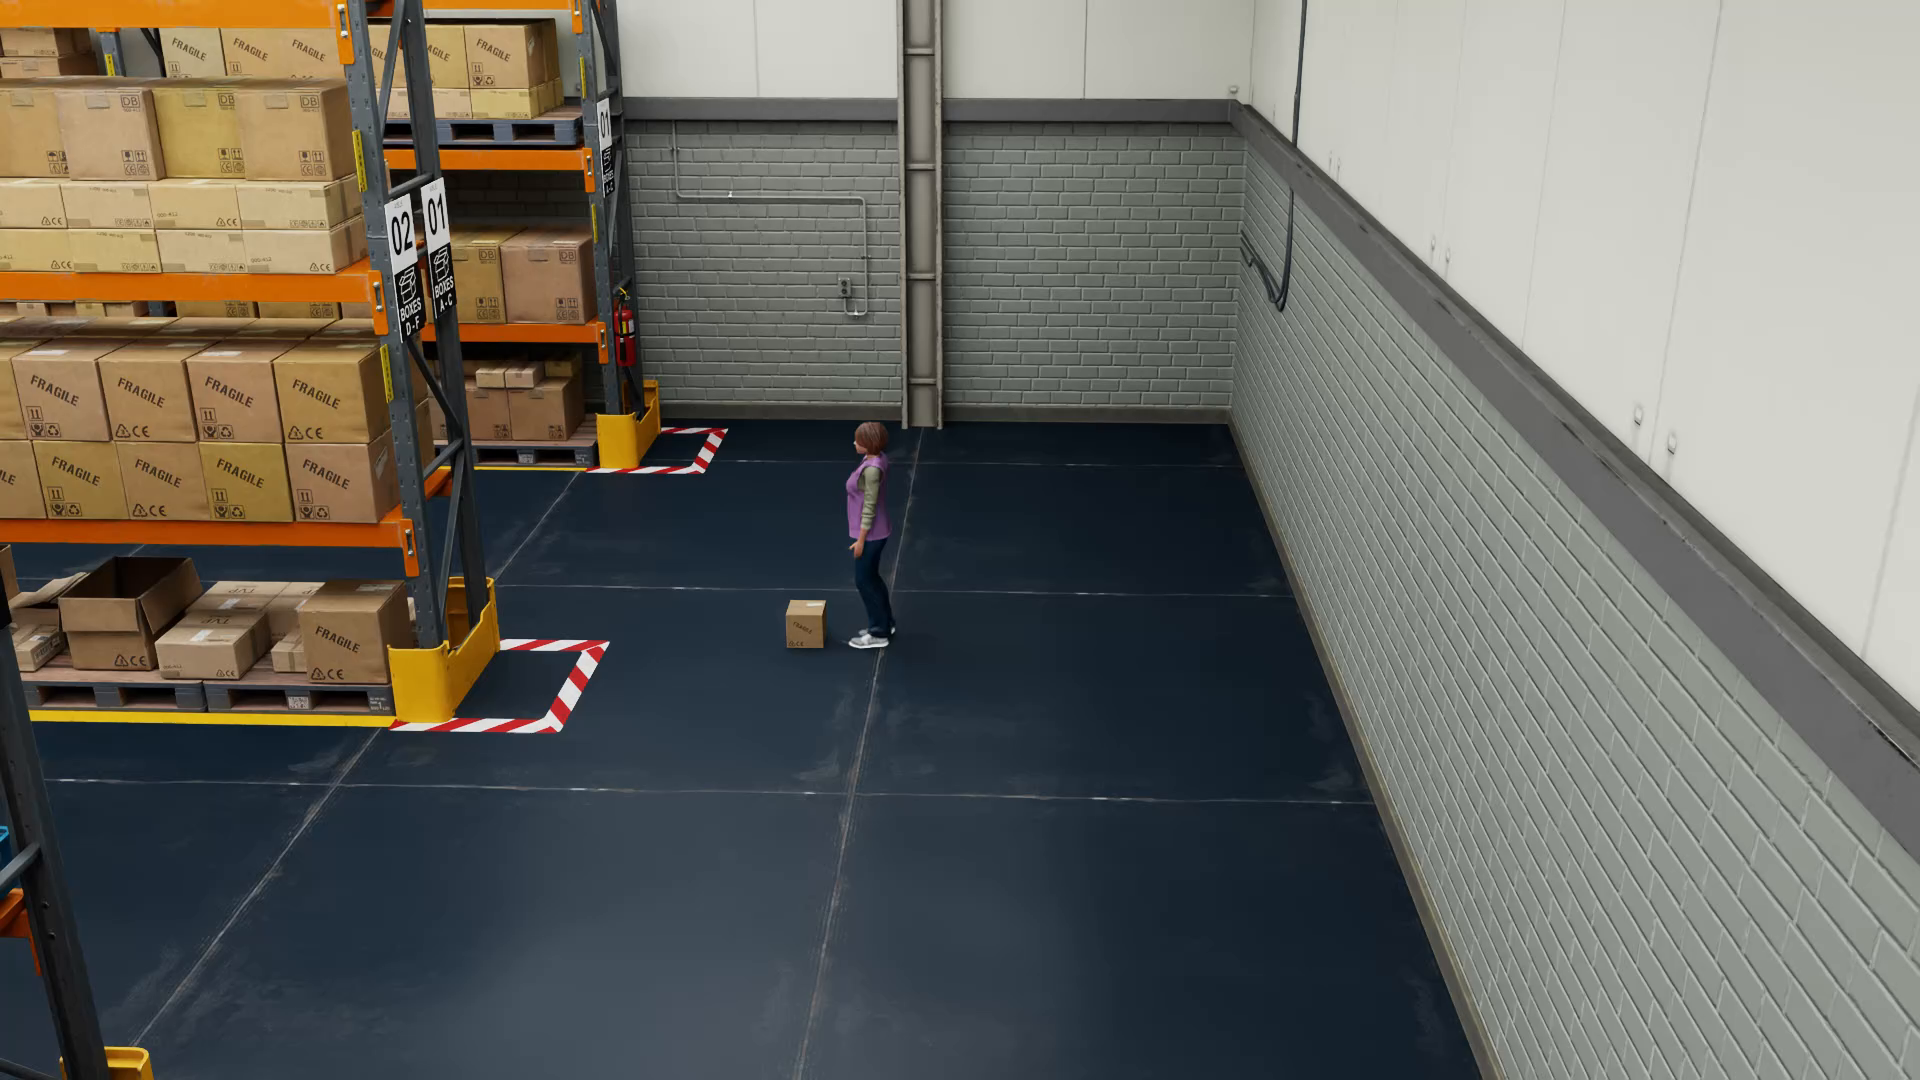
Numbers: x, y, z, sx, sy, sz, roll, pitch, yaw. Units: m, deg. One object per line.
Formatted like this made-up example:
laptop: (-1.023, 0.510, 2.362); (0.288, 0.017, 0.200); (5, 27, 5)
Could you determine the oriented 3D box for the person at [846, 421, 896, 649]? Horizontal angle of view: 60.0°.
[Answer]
person: (-0.603, -0.023, 11.199); (0.306, 1.622, 0.418); (1, 21, 3)
